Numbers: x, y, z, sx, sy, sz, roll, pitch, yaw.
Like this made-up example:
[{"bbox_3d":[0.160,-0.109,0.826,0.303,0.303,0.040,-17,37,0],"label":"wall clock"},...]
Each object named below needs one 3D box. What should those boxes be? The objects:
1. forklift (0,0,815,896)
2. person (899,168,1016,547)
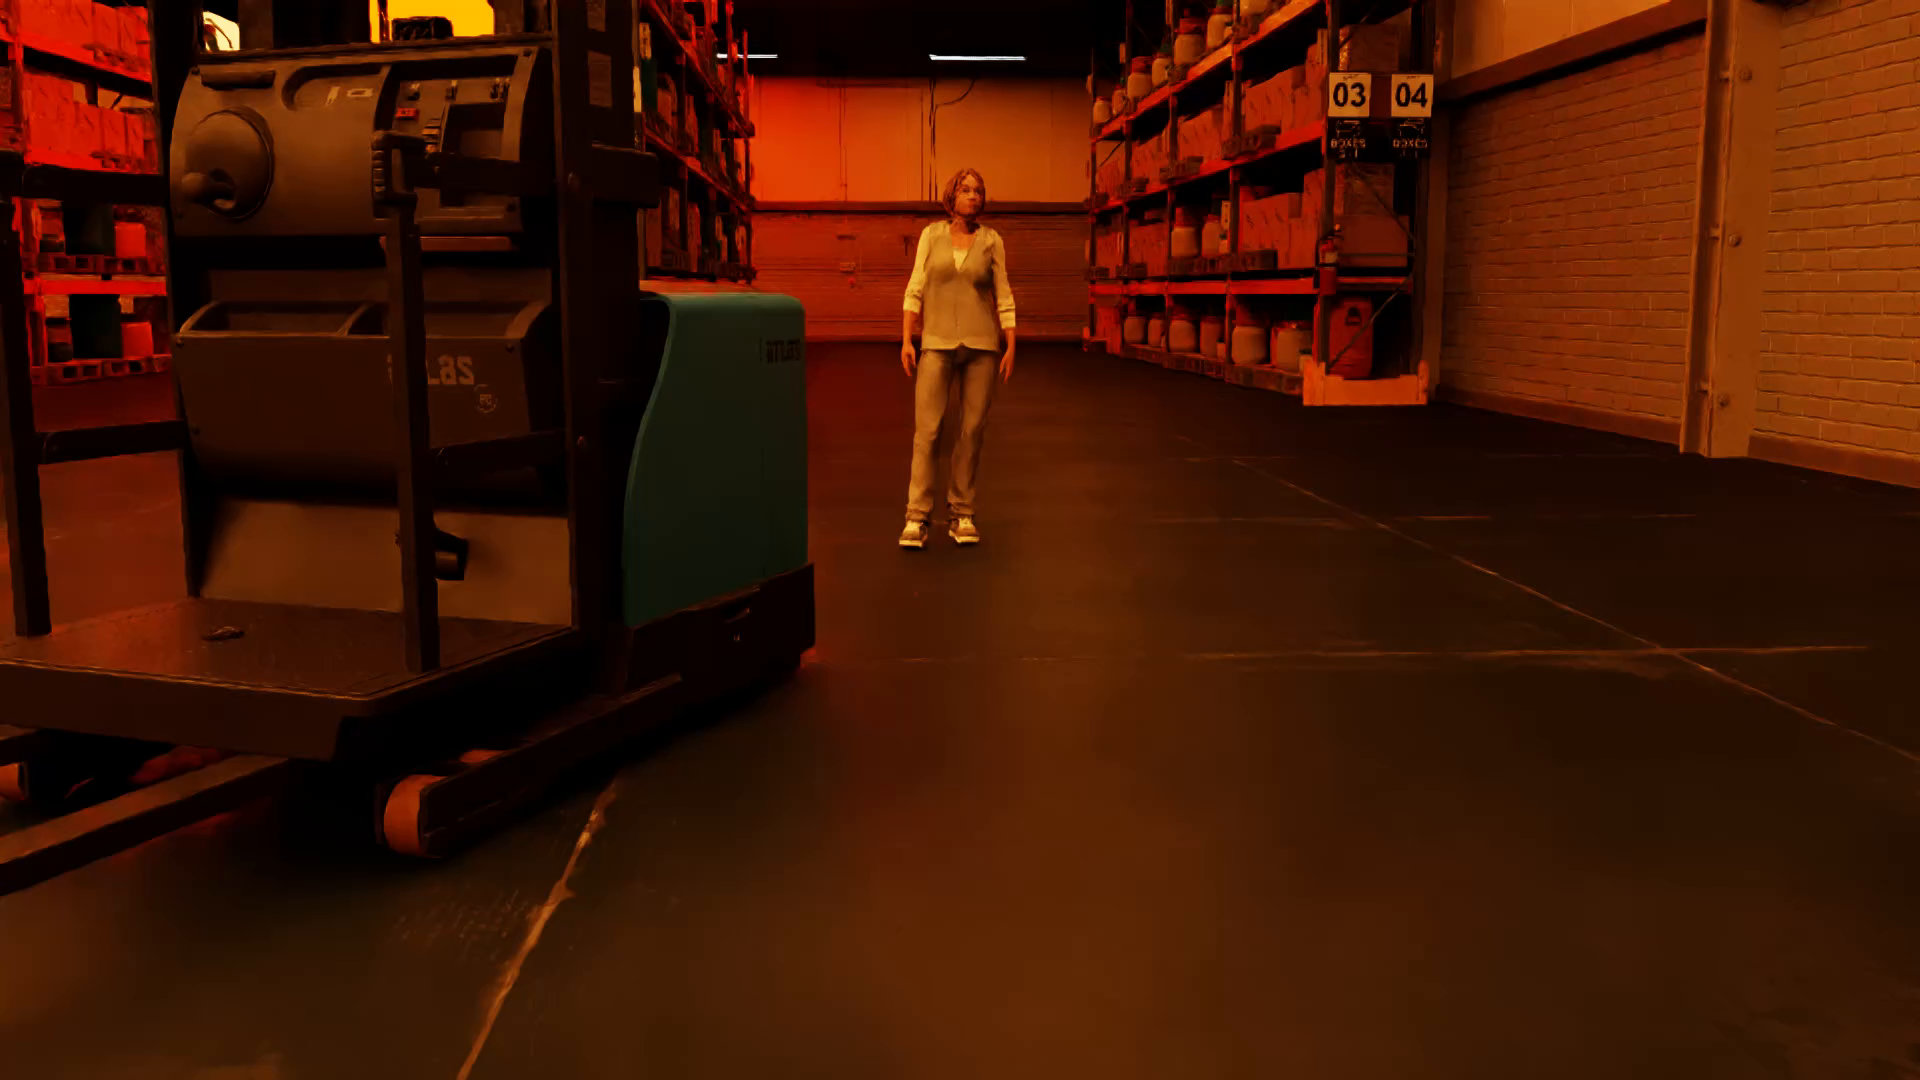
[{"bbox_3d":[-1.398,-0.905,3.422,1.130,2.935,3.031,3,9,20],"label":"forklift"},{"bbox_3d":[-0.009,-0.786,7.118,0.521,1.597,0.474,-1,8,-4],"label":"person"}]
